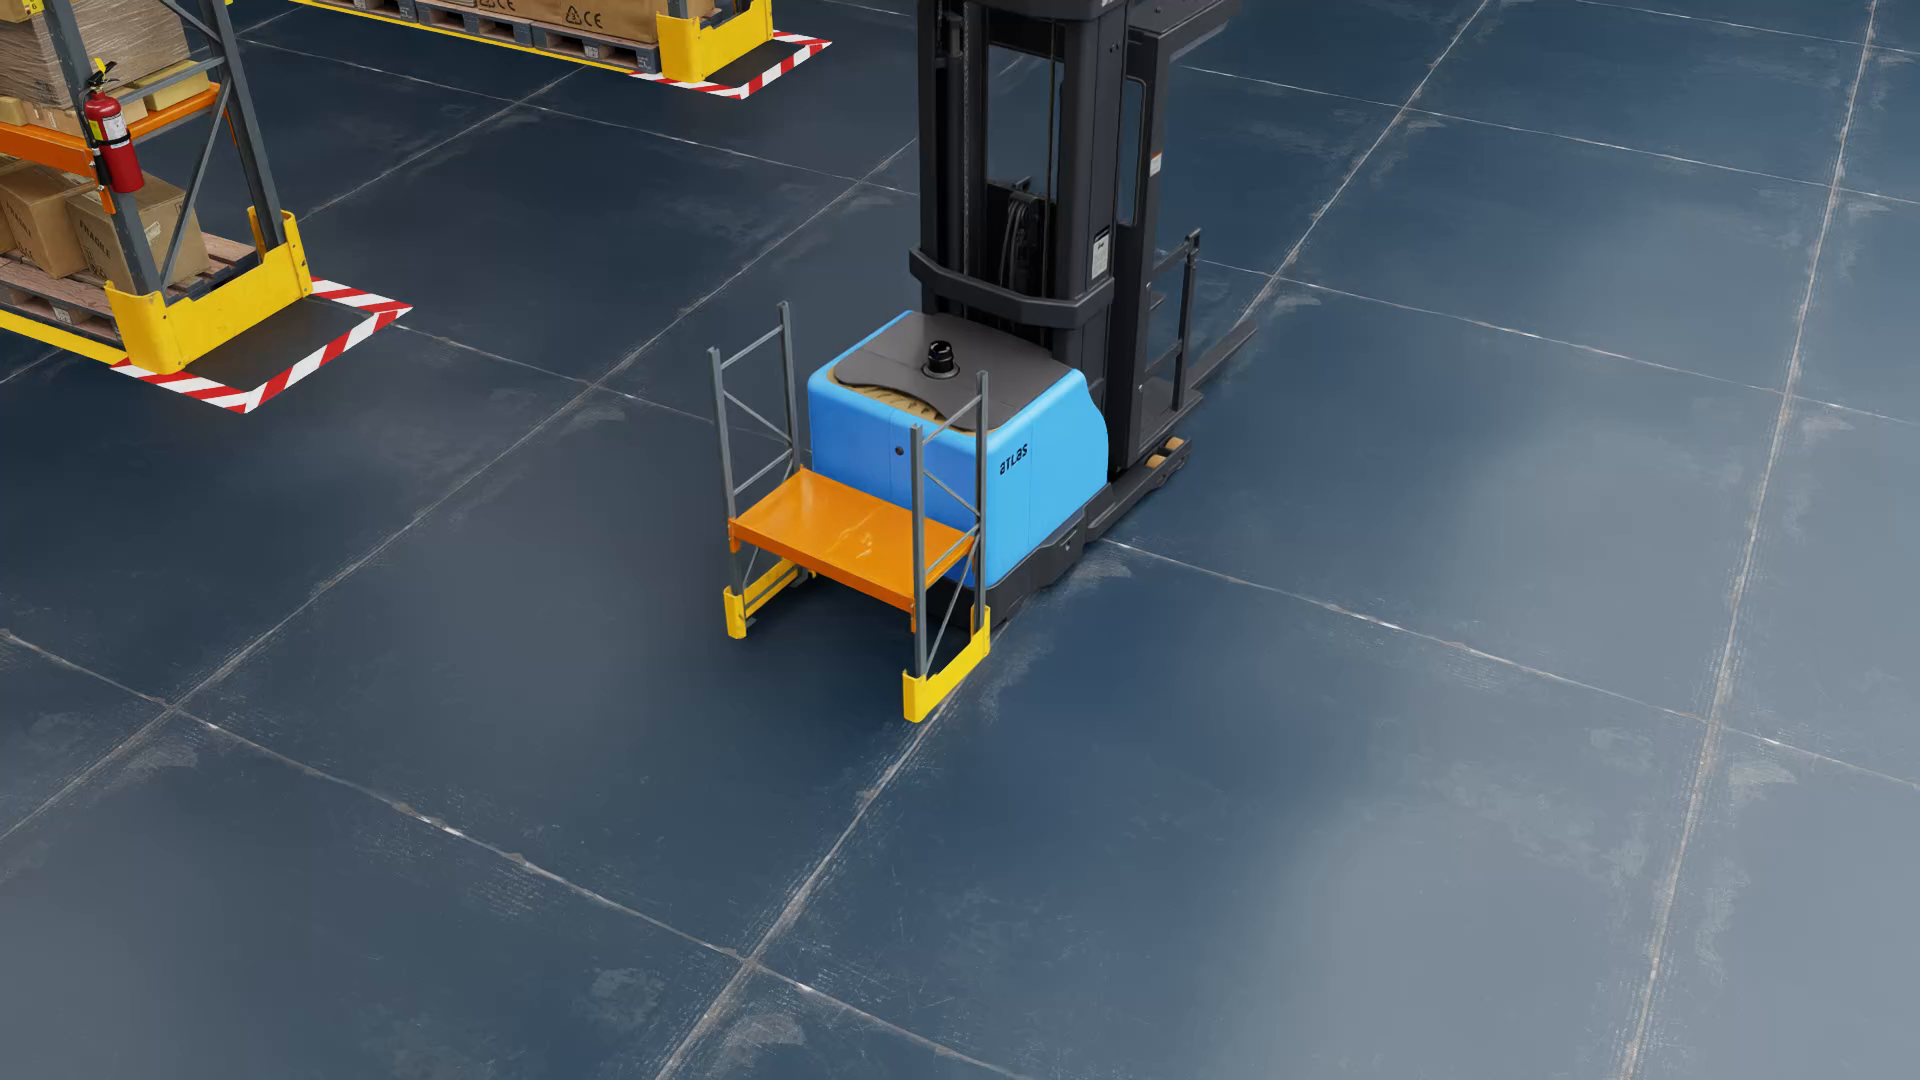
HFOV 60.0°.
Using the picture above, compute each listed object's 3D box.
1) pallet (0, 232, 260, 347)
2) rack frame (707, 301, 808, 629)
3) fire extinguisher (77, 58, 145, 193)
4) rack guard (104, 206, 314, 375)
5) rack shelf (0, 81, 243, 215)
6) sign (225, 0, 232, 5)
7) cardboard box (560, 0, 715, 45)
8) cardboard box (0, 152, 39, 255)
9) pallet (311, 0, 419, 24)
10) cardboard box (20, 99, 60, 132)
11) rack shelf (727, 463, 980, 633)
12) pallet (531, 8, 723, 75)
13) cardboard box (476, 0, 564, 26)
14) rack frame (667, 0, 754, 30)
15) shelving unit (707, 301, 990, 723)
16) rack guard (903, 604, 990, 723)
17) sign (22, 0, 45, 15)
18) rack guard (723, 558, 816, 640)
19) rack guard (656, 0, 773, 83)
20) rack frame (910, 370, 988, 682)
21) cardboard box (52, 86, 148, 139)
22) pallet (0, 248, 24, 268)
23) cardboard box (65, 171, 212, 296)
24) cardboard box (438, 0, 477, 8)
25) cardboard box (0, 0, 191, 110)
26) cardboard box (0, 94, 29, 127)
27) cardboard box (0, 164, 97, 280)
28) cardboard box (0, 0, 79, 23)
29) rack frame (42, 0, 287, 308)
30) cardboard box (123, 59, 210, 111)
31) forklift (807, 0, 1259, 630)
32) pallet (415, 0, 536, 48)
[{"bbox_3d":[-5.101,-1.618,10.208,1.213,0.211,1.003,17,41,21],"label":"pallet"},{"bbox_3d":[-0.883,-0.296,7.400,0.032,1.500,0.500,22,42,26],"label":"rack frame"},{"bbox_3d":[-4.439,-2.153,8.670,0.183,0.674,0.296,17,41,21],"label":"fire extinguisher"},{"bbox_3d":[-4.396,-1.489,9.798,0.348,0.500,1.175,17,41,21],"label":"rack guard"},{"bbox_3d":[-6.105,-2.733,9.964,4.000,0.370,1.077,17,41,21],"label":"rack shelf"},{"bbox_3d":[-4.079,-3.099,9.136,0.005,0.325,0.100,17,41,21],"label":"sign"},{"bbox_3d":[-2.590,-4.572,13.202,0.875,0.875,0.875,18,41,22],"label":"cardboard box"},{"bbox_3d":[-5.969,-2.149,10.321,0.500,0.500,0.500,21,42,26],"label":"cardboard box"},{"bbox_3d":[-4.871,-4.846,14.460,1.213,0.211,1.003,17,41,21],"label":"pallet"},{"bbox_3d":[-4.898,-2.401,9.140,0.250,0.149,0.380,17,41,21],"label":"cardboard box"},{"bbox_3d":[-0.461,0.018,7.283,1.000,0.185,0.538,22,42,26],"label":"rack shelf"},{"bbox_3d":[-2.704,-4.168,13.566,1.213,0.211,1.003,17,41,21],"label":"pallet"},{"bbox_3d":[-3.373,-4.816,13.523,0.875,0.875,0.875,17,40,21],"label":"cardboard box"},{"bbox_3d":[-1.958,-5.098,12.485,0.127,3.000,1.000,17,41,21],"label":"rack frame"},{"bbox_3d":[-0.469,-0.128,7.178,1.083,1.500,0.587,22,42,26],"label":"shelving unit"},{"bbox_3d":[-0.056,0.538,7.335,0.087,0.250,0.587,22,42,26],"label":"rack guard"},{"bbox_3d":[-4.602,-2.758,8.183,0.005,0.325,0.100,17,41,21],"label":"sign"},{"bbox_3d":[-0.882,0.202,7.777,0.087,0.250,0.587,22,42,26],"label":"rack guard"},{"bbox_3d":[-1.937,-4.096,13.232,0.348,0.500,1.175,17,41,21],"label":"rack guard"},{"bbox_3d":[-0.039,0.047,6.948,0.032,1.500,0.500,22,42,26],"label":"rack frame"},{"bbox_3d":[-4.677,-2.331,9.048,0.250,0.149,0.380,17,41,21],"label":"cardboard box"},{"bbox_3d":[-6.181,-1.958,10.655,1.213,0.211,1.003,17,41,21],"label":"pallet"},{"bbox_3d":[-4.875,-1.817,9.883,0.500,0.500,0.500,25,44,29],"label":"cardboard box"},{"bbox_3d":[-4.181,-5.070,13.858,0.875,0.875,0.875,18,41,22],"label":"cardboard box"},{"bbox_3d":[-4.804,-2.789,9.115,0.500,0.500,0.875,17,41,21],"label":"cardboard box"},{"bbox_3d":[-5.144,-2.443,9.196,0.250,0.149,0.380,17,41,21],"label":"cardboard box"},{"bbox_3d":[-5.422,-1.965,10.078,0.500,0.500,0.500,29,46,33],"label":"cardboard box"},{"bbox_3d":[-4.931,-3.040,8.618,0.500,0.500,0.500,17,41,21],"label":"cardboard box"},{"bbox_3d":[-4.329,-2.463,9.014,0.127,3.000,1.000,17,41,21],"label":"rack frame"},{"bbox_3d":[-4.472,-2.570,9.363,0.250,0.149,0.380,17,41,21],"label":"cardboard box"},{"bbox_3d":[0.561,-1.598,7.931,1.130,2.935,3.031,23,43,27],"label":"forklift"},{"bbox_3d":[-3.783,-4.507,14.014,1.213,0.211,1.003,17,41,21],"label":"pallet"}]
